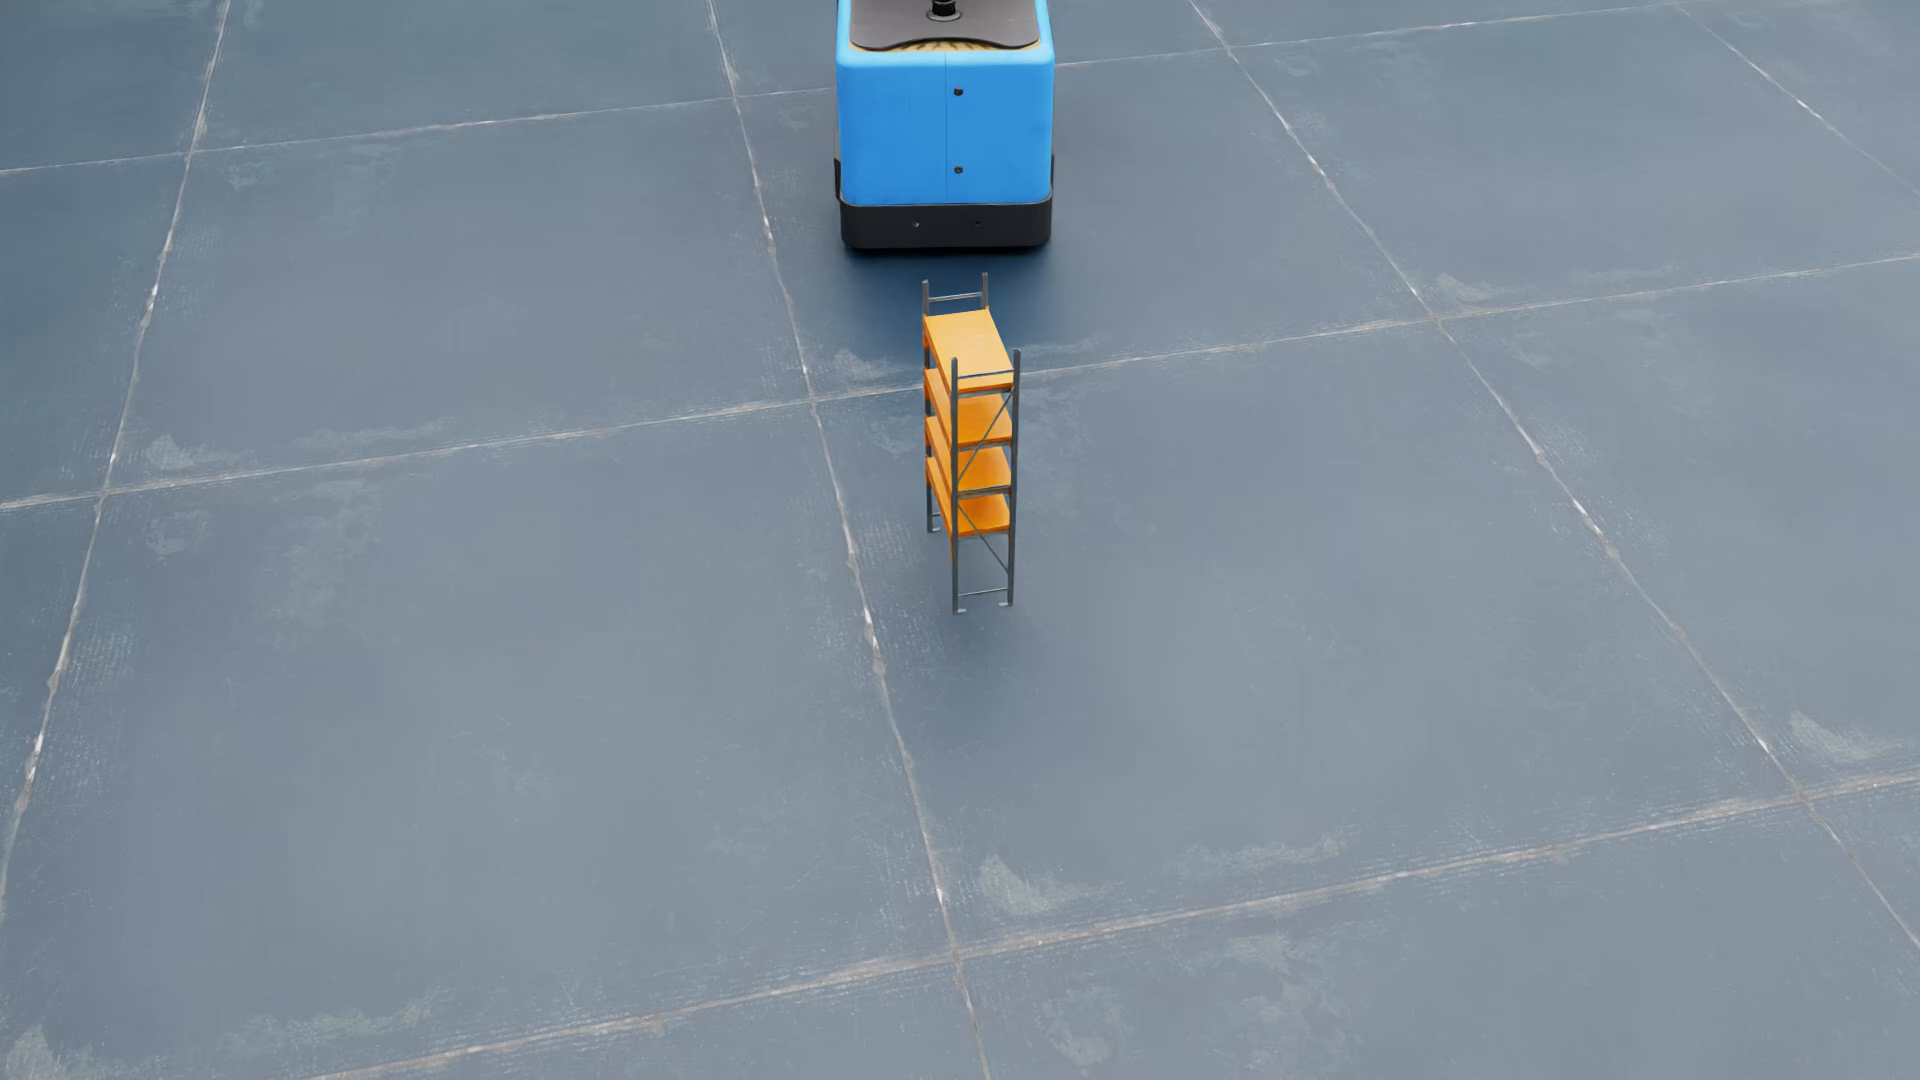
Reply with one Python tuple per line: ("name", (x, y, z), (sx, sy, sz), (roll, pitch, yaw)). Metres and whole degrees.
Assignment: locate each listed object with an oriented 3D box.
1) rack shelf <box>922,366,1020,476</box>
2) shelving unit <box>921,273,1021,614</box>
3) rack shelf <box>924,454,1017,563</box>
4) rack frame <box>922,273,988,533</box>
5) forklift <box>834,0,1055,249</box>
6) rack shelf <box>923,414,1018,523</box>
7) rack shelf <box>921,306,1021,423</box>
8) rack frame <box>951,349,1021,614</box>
("rack shelf", (0.036, -0.458, 6.127), (0.258, 0.148, 0.480), (-8, 42, -9))
("shelving unit", (0.036, -0.341, 6.231), (0.258, 1.200, 0.503), (-8, 42, -9))
("rack shelf", (0.036, -0.143, 6.407), (0.258, 0.148, 0.480), (-8, 42, -9))
("rack frame", (-0.017, -0.500, 6.409), (0.240, 1.200, 0.015), (-8, 42, -9))
("forklift", (-0.111, -3.505, 8.491), (1.130, 2.935, 3.031), (-1, 42, -1))
("rack shelf", (0.036, -0.291, 6.275), (0.258, 0.148, 0.480), (-8, 42, -9))
("rack shelf", (0.036, -0.635, 5.970), (0.258, 0.148, 0.480), (-8, 42, -9))
("rack frame", (0.088, -0.183, 6.053), (0.240, 1.200, 0.015), (-8, 42, -9))
